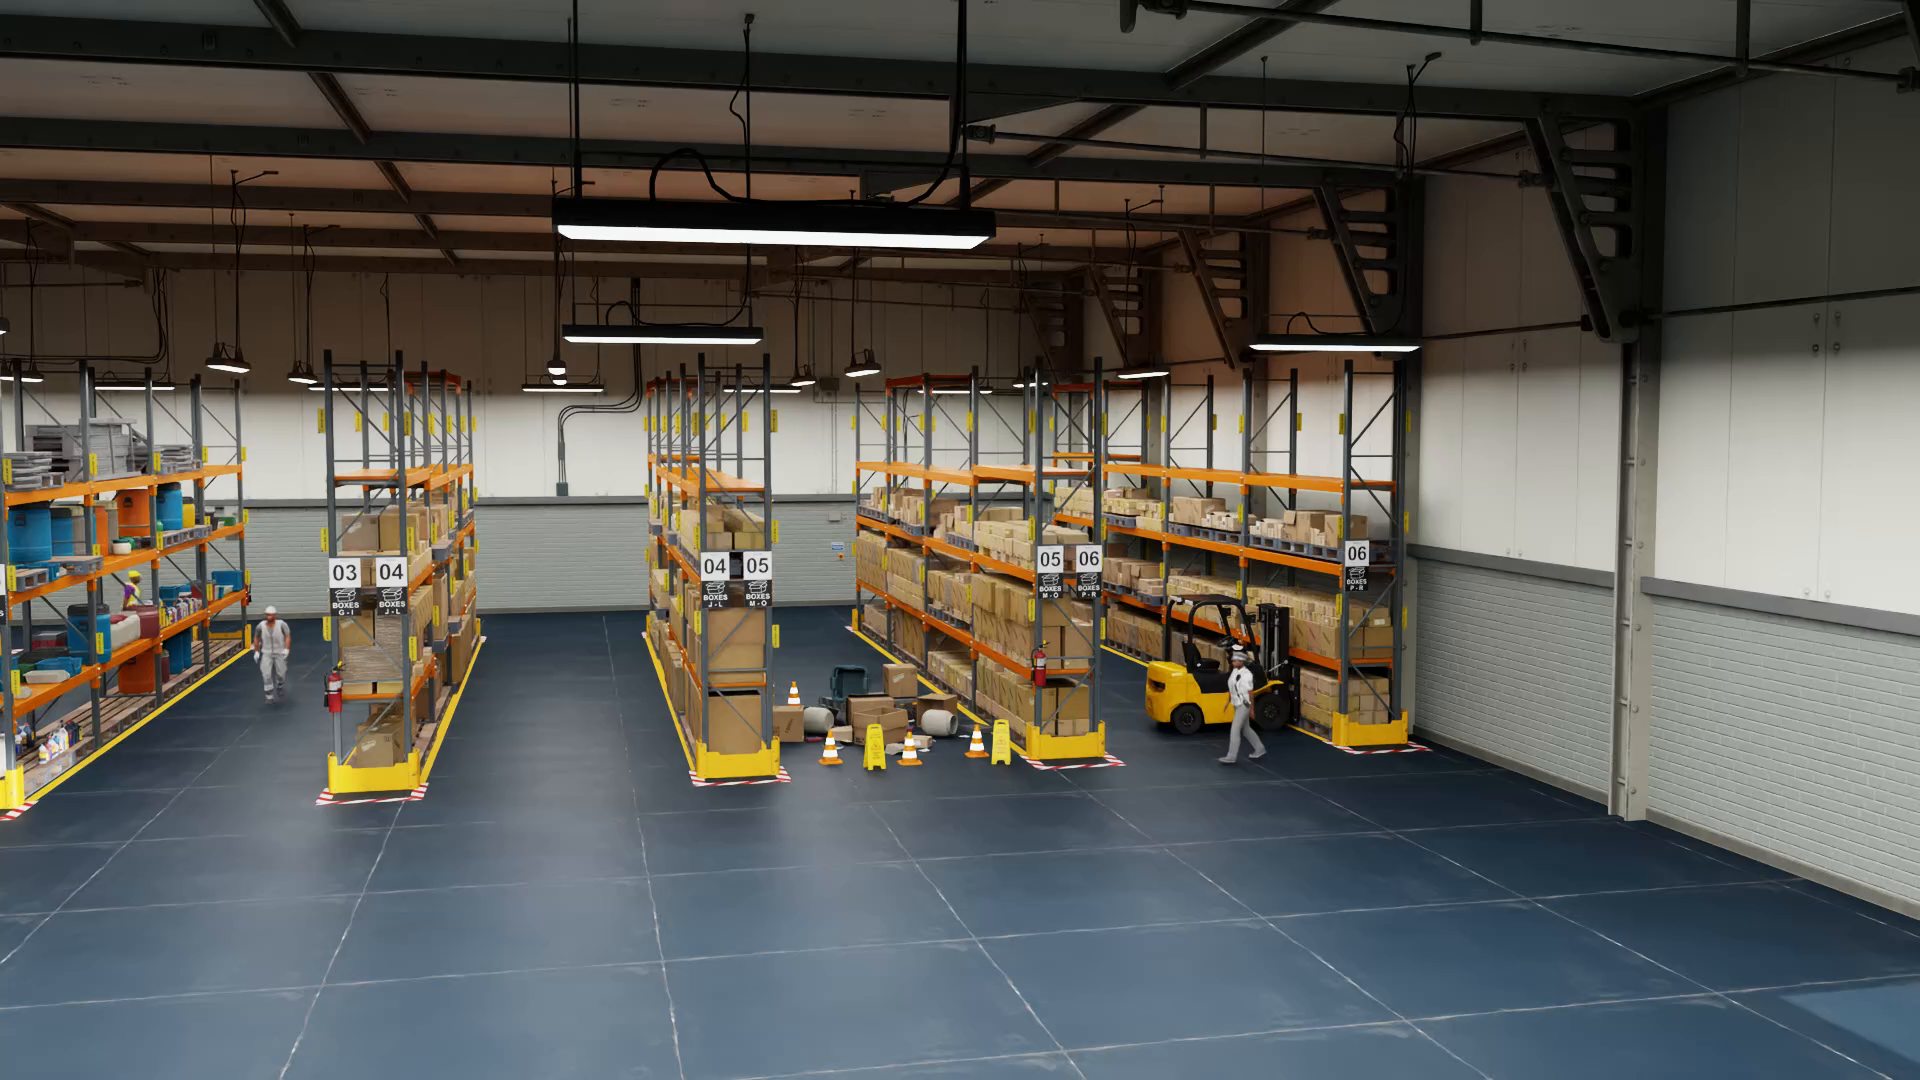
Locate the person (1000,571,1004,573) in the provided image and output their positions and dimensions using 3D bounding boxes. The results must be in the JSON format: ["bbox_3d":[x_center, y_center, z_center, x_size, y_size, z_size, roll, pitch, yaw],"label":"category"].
[{"bbox_3d":[1.310,1.187,43.011,0.916,1.622,0.502,-1,4,-19],"label":"person"}]

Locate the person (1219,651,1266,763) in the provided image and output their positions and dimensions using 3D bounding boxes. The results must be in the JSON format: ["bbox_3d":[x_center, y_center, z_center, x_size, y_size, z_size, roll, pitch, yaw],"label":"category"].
[{"bbox_3d":[4.190,2.463,24.682,0.864,1.649,0.454,-1,4,-15],"label":"person"}]

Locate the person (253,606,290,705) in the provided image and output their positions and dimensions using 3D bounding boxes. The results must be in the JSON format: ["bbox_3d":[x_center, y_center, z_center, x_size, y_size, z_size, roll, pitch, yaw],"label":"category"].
[{"bbox_3d":[-12.371,2.048,29.919,0.620,1.764,0.701,-1,4,-19],"label":"person"}]

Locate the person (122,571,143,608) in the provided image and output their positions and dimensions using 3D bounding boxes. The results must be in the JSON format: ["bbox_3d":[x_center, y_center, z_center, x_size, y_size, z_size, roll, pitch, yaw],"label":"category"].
[{"bbox_3d":[-18.467,1.533,37.188,0.985,1.701,0.540,-3,5,-41],"label":"person"}]
